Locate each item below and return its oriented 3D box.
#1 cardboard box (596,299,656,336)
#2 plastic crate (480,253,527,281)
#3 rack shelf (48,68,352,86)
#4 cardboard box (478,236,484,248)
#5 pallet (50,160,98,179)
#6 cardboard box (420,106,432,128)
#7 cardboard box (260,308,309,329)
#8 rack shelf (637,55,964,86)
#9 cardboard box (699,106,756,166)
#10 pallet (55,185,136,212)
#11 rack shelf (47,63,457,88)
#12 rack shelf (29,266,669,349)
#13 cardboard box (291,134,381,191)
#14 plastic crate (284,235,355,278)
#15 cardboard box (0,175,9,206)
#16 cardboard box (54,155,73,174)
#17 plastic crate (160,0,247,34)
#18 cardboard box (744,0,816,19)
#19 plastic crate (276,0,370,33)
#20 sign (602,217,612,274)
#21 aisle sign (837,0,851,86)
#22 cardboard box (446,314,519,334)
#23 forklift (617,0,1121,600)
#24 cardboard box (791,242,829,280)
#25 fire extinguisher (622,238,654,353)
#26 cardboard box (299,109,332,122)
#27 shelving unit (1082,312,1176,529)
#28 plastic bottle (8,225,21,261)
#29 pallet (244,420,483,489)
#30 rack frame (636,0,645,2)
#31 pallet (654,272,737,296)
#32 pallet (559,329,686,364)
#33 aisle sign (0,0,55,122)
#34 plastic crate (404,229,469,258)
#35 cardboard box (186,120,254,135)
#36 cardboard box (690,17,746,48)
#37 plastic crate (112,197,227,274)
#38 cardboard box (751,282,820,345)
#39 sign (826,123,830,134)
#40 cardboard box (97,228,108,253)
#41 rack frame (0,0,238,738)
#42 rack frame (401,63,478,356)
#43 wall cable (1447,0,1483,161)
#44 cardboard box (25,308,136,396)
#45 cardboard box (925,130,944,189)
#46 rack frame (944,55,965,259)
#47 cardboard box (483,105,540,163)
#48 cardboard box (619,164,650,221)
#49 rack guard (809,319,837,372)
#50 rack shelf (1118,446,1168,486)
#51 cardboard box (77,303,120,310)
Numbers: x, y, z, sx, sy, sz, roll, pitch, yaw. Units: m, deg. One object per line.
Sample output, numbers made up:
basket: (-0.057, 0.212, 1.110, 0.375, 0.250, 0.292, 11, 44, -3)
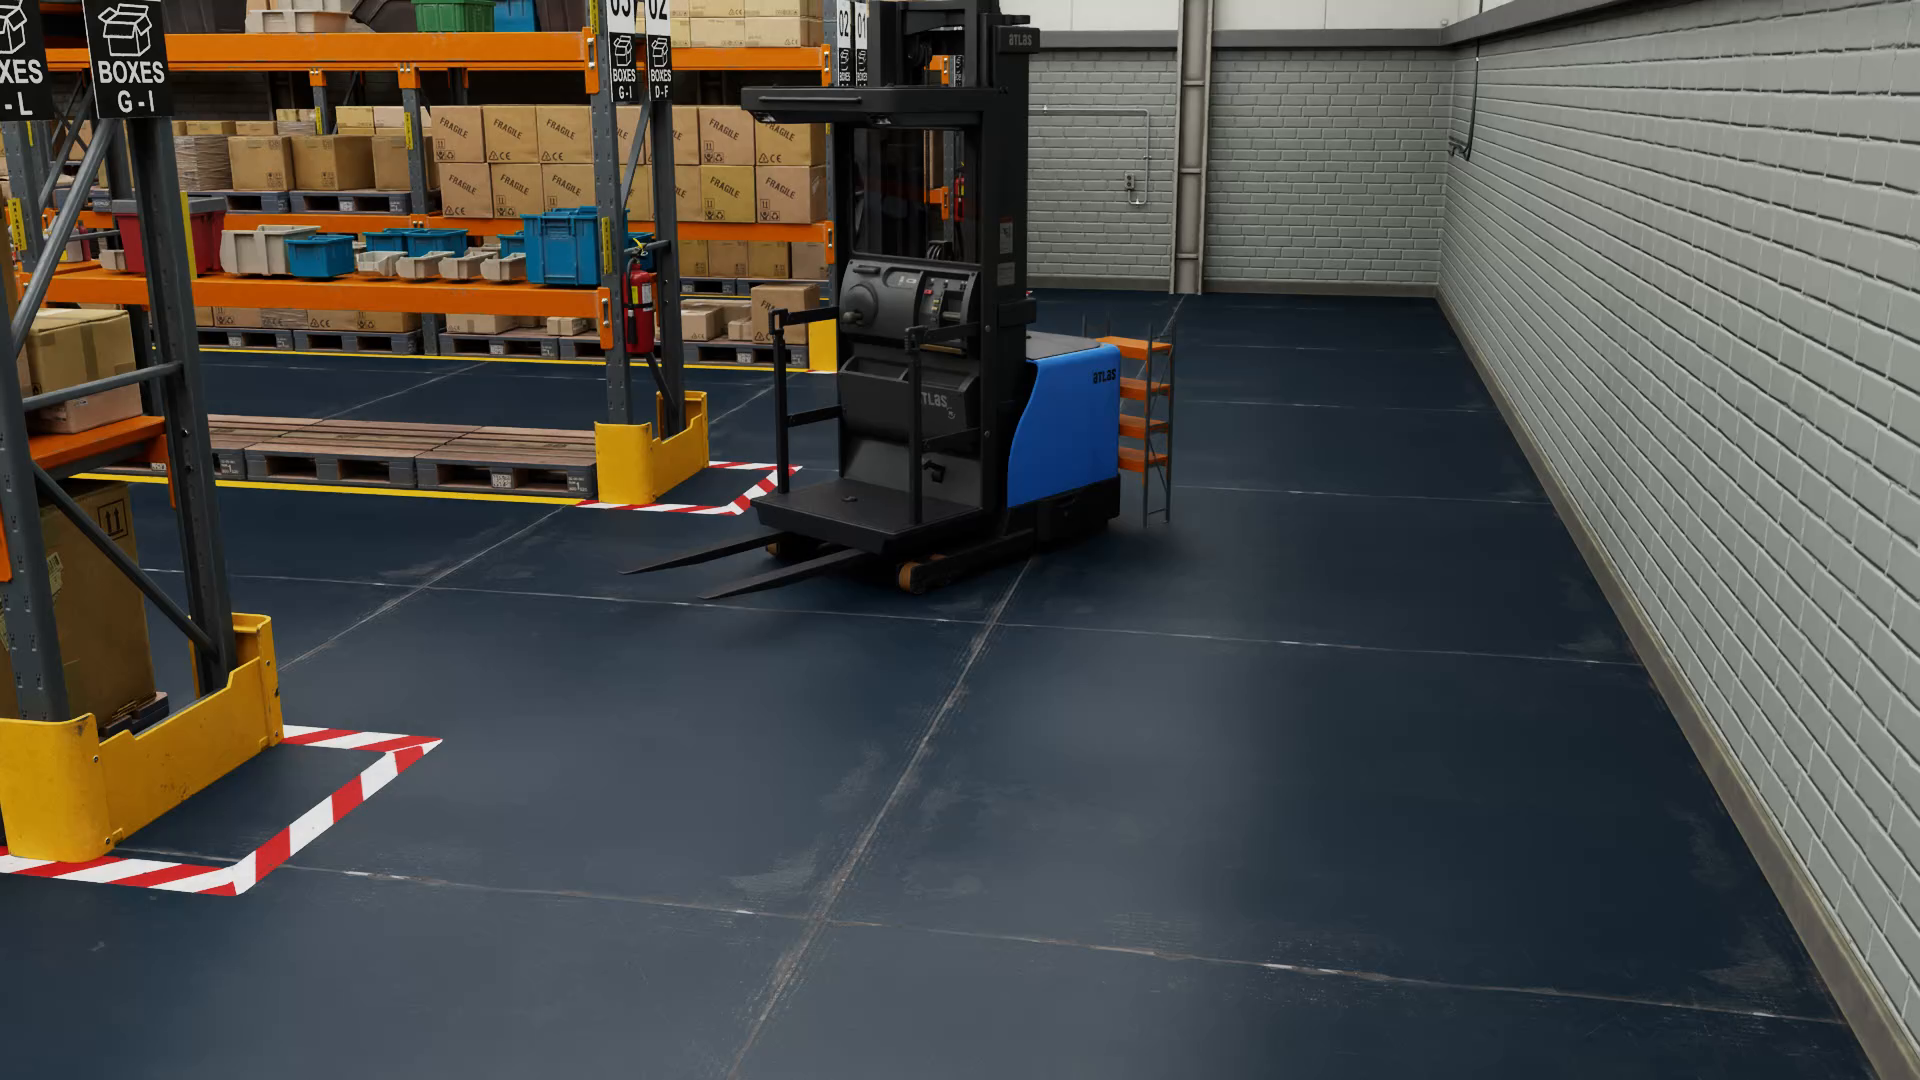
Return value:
cardboard box: (-3.091, -2.236, 15.797, 0.637, 0.503, 0.797, 3, 16, 11)
plastic crate: (-2.839, -1.715, 10.446, 0.243, 0.136, 0.396, 3, 16, 11)
rack shelf: (-9.830, -6.040, 21.406, 4.000, 0.370, 1.077, 3, 16, 11)
cardboard box: (-6.318, -3.879, 21.117, 0.750, 0.750, 0.750, 3, 16, 11)
pallet: (-11.069, -4.876, 21.835, 1.213, 0.211, 1.003, 3, 16, 11)
cardboard box: (-6.459, -5.251, 20.645, 0.500, 0.250, 0.500, 3, 16, 11)
cardboard box: (-6.448, -2.340, 16.177, 0.500, 0.500, 0.500, 3, 16, 12)
rack shelf: (-1.990, -5.614, 19.869, 4.000, 0.370, 1.077, 3, 16, 11)
cardboard box: (-2.000, -3.621, 14.886, 0.500, 0.500, 0.500, 4, 16, 13)
pallet: (-8.175, -3.428, 16.609, 1.003, 0.211, 1.213, 3, 16, 11)
rack shelf: (-6.893, -4.531, 15.958, 4.000, 0.370, 1.077, 3, 16, 11)
rack shelf: (-3.964, -1.577, 10.914, 4.000, 0.370, 1.077, 3, 16, 11)
cardboard box: (-6.039, -3.680, 16.184, 0.500, 0.500, 0.700, 6, 16, 20)
plastic crate: (-4.068, -1.808, 10.600, 0.300, 0.233, 0.416, 3, 16, 11)
cardboard box: (-9.691, -3.594, 17.014, 0.500, 0.311, 0.500, 3, 16, 10)
cardboard box: (-12.207, -5.066, 22.404, 0.500, 0.250, 0.500, 3, 16, 12)
plastic crate: (-4.761, -3.275, 10.321, 0.590, 0.269, 0.497, 3, 16, 11)
cardboard box: (-1.568, -4.688, 14.521, 0.500, 0.250, 0.500, 3, 16, 11)
plastic crate: (-4.115, -3.404, 10.766, 0.530, 0.282, 0.437, 3, 16, 11)
sign: (-2.098, -1.751, 9.889, 0.005, 0.325, 0.100, 3, 16, 11)
aisle sign: (-1.008, -4.282, 14.461, 0.004, 0.787, 0.394, 3, 16, 11)
cardboard box: (-4.565, -2.163, 15.894, 0.500, 0.311, 0.500, 3, 16, 11)
forklift: (-0.418, -1.287, 8.648, 1.130, 2.935, 3.031, 13, 20, 40)
cardboard box: (-1.719, -3.471, 20.299, 0.500, 0.500, 0.700, 3, 16, 9)
fire extinguisher: (-1.947, -1.473, 10.035, 0.183, 0.674, 0.296, 3, 16, 11)
cardboard box: (-8.214, -5.418, 21.205, 0.250, 0.149, 0.380, 1, 16, 4)
shelving unit: (0.982, -0.711, 9.810, 0.503, 1.200, 0.258, 15, 21, 42)
plastic bottle: (-6.660, -2.114, 11.737, 0.135, 0.276, 0.152, 3, 16, 11)
pallet: (-3.997, -0.593, 11.237, 1.213, 0.211, 1.003, 3, 16, 11)
rack frame: (-2.004, -4.708, 9.633, 0.127, 3.000, 1.000, 3, 16, 11)
pallet: (-3.220, -3.217, 20.710, 1.213, 0.211, 1.003, 3, 16, 11)
pallet: (-3.061, -1.881, 15.886, 1.213, 0.211, 1.003, 3, 16, 11)
aisle sign: (-2.981, -1.692, 5.112, 0.004, 0.787, 0.394, 3, 16, 11)
plastic crate: (-3.471, -1.935, 11.059, 0.300, 0.233, 0.416, 3, 16, 11)
cardboard box: (-9.558, -5.178, 21.553, 0.500, 0.500, 0.700, 3, 16, 11)
cardboard box: (-2.057, -4.474, 14.686, 0.500, 0.250, 0.500, 3, 16, 11)
plastic crate: (-5.099, -1.977, 10.777, 0.583, 0.464, 0.402, 3, 16, 11)
cardboard box: (-1.595, -2.085, 15.257, 0.500, 0.500, 0.500, 3, 16, 11)
sign: (-1.144, -3.679, 14.394, 0.005, 0.325, 0.100, 3, 16, 11)
cardboard box: (-11.065, -4.020, 22.243, 0.500, 0.500, 0.700, 4, 16, 13)
rack frame: (-2.991, -0.522, 5.756, 0.127, 3.000, 1.000, 3, 16, 11)
rack frame: (-4.933, -3.326, 15.879, 0.127, 3.000, 1.000, 3, 16, 11)
wall cable: (5.441, -5.409, 17.979, 0.112, 2.526, 3.097, 3, 16, 11)
cardboard box: (-3.408, -0.689, 6.083, 0.500, 0.250, 0.500, 3, 16, 10)
cardboard box: (-0.532, -4.578, 19.838, 0.700, 0.700, 0.980, 4, 16, 14)
rack frame: (-0.030, -4.409, 19.789, 0.127, 3.000, 1.000, 3, 16, 11)
cardboard box: (-4.022, -3.730, 15.277, 0.500, 0.500, 0.500, 3, 16, 9)
cardboard box: (-2.997, -3.195, 15.220, 0.500, 0.500, 0.500, 3, 16, 10)
rack guard: (-1.088, -1.912, 15.459, 0.348, 0.500, 1.175, 3, 16, 11)
rack shelf: (0.982, -0.454, 9.881, 0.480, 0.148, 0.258, 15, 21, 42)
cardboard box: (-8.464, -2.447, 16.565, 0.500, 0.500, 0.500, 4, 16, 13)
